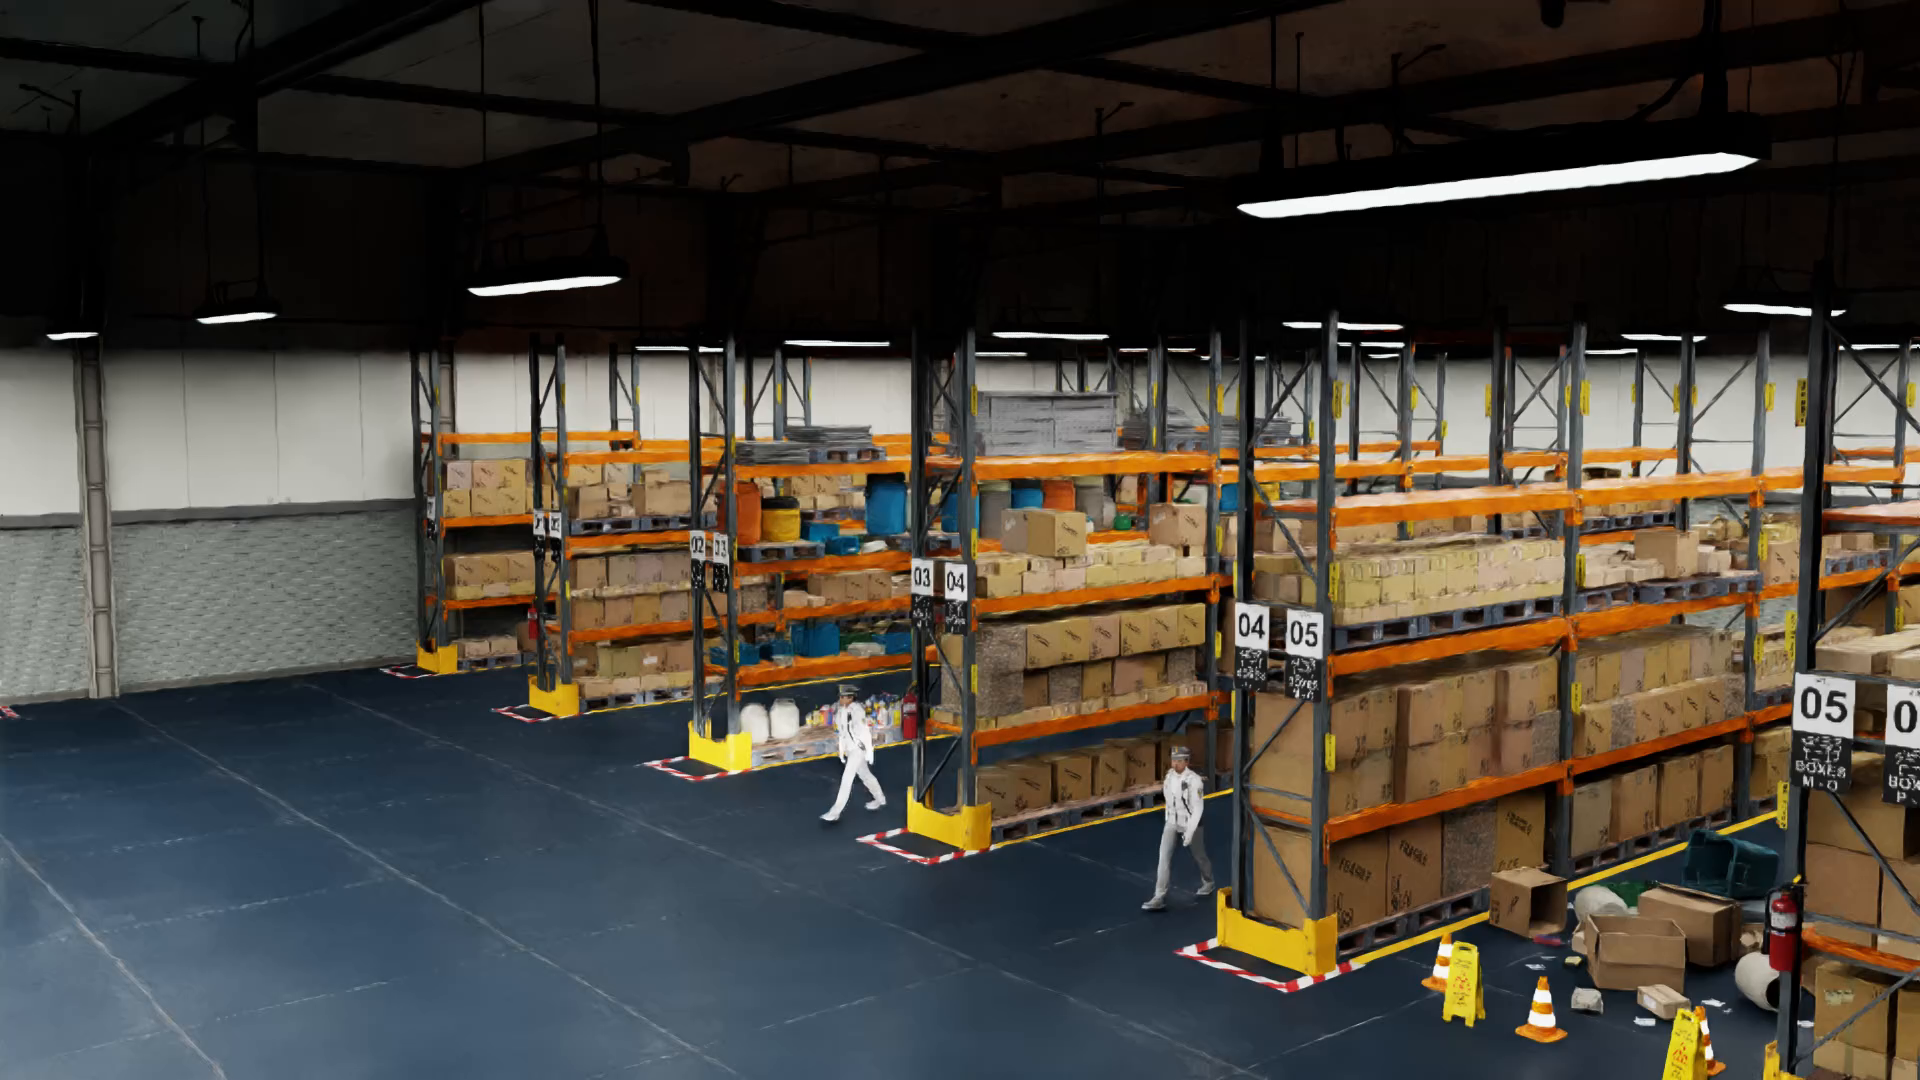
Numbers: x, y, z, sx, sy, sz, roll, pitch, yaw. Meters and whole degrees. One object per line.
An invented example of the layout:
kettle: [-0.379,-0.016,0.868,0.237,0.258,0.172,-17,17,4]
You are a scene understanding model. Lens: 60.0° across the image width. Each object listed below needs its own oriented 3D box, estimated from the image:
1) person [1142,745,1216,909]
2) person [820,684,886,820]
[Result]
person: [2.214,2.819,16.545,0.489,1.615,1.020,4,7,38]
person: [-1.314,2.502,19.980,1.072,1.587,0.496,-4,7,-37]
